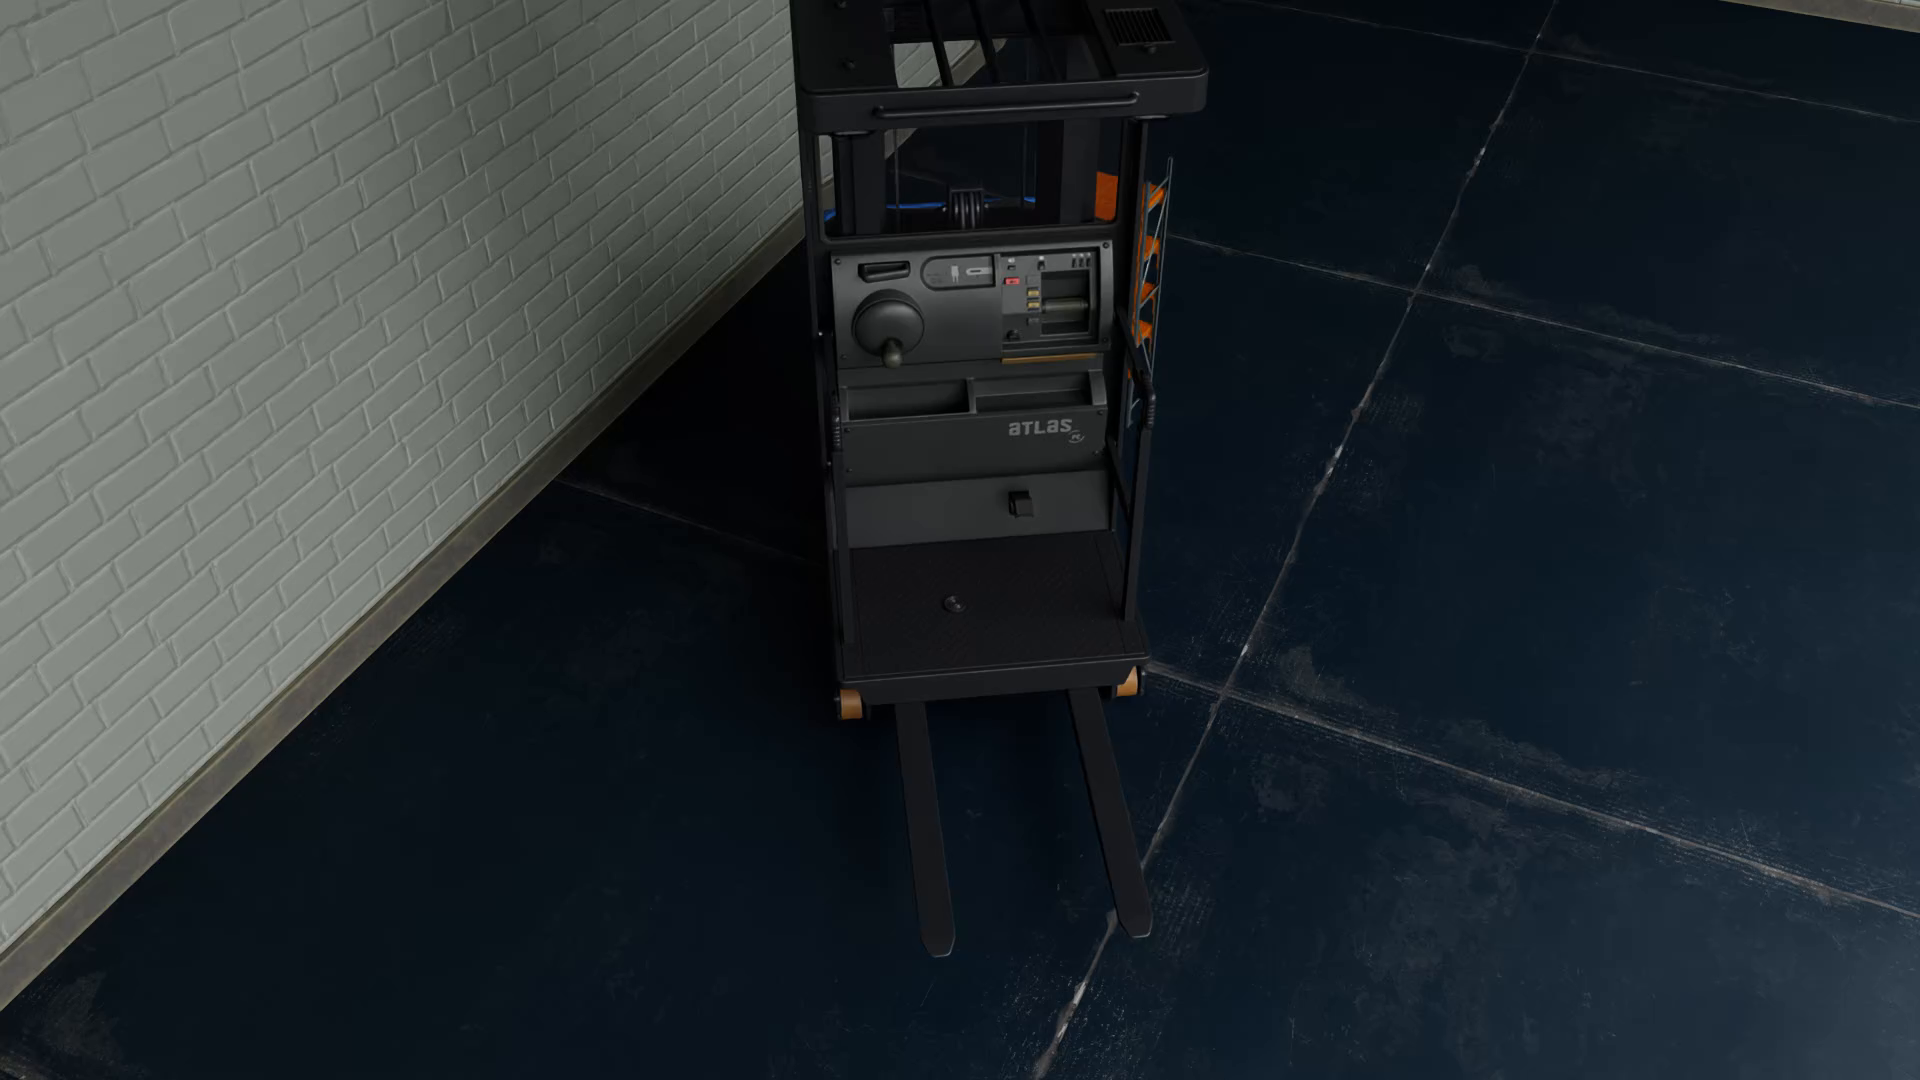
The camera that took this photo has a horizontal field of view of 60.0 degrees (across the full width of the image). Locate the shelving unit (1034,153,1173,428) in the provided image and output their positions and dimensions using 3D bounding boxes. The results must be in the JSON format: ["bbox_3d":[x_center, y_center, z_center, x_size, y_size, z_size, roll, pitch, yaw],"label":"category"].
[{"bbox_3d":[0.579,-1.097,7.098,0.503,1.200,0.258,20,44,22],"label":"shelving unit"}]

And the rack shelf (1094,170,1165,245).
[{"bbox_3d":[0.580,-1.395,6.842,0.480,0.148,0.258,20,44,22],"label":"rack shelf"}]

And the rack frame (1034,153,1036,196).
[{"bbox_3d":[0.366,-1.174,7.188,0.015,1.200,0.240,20,44,22],"label":"rack frame"}]

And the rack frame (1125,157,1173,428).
[{"bbox_3d":[0.793,-1.019,7.009,0.015,1.200,0.240,20,44,22],"label":"rack frame"}]

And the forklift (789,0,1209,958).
[{"bbox_3d":[0.071,-0.702,5.322,1.130,2.935,3.031,-4,41,-5],"label":"forklift"}]

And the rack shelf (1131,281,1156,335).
[{"bbox_3d":[0.579,-1.046,7.142,0.480,0.148,0.258,20,44,22],"label":"rack shelf"}]

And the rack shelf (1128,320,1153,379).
[{"bbox_3d":[0.579,-0.895,7.271,0.480,0.148,0.258,20,44,22],"label":"rack shelf"}]

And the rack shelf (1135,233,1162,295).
[{"bbox_3d":[0.580,-1.215,6.996,0.480,0.148,0.258,20,44,22],"label":"rack shelf"}]
